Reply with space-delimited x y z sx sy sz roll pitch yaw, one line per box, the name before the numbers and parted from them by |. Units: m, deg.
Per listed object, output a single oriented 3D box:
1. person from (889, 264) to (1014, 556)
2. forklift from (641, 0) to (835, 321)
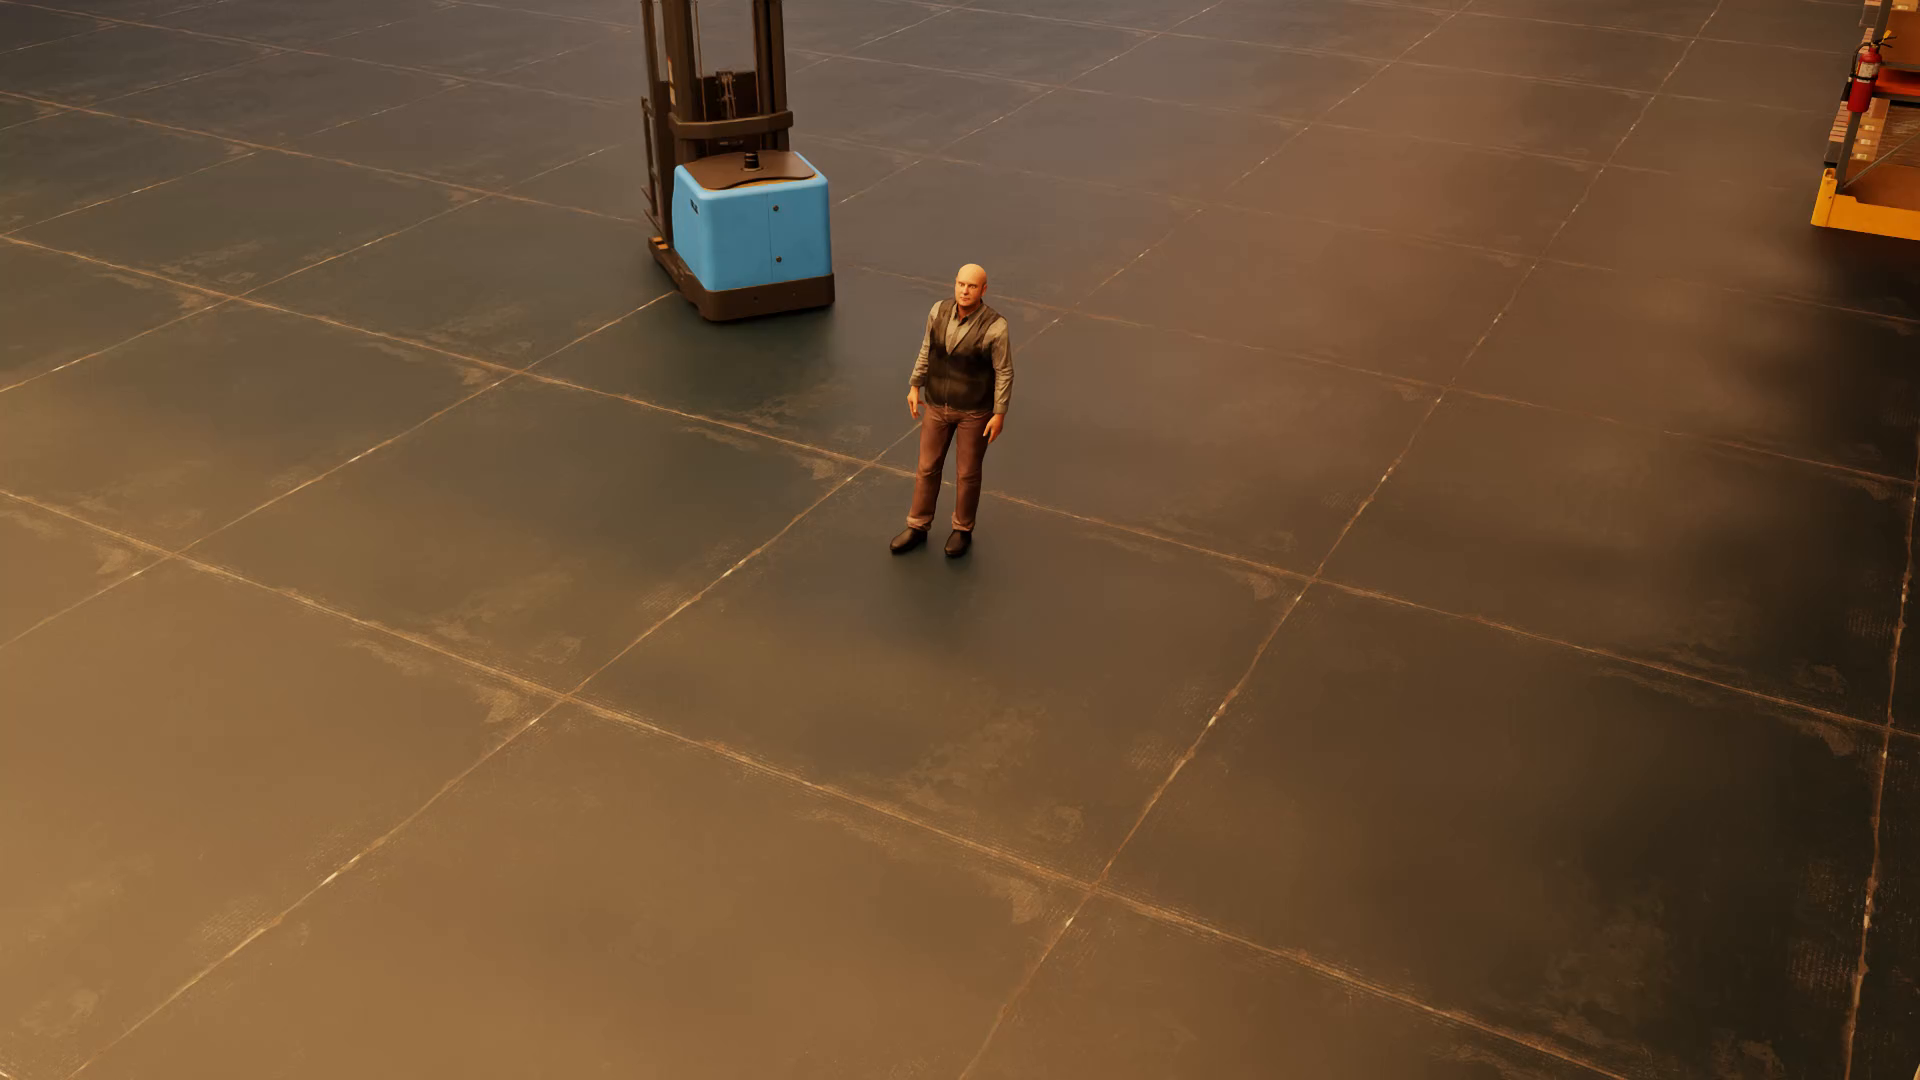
person | -0.037 -0.726 9.524 0.633 1.722 0.566 15 33 25
forklift | -2.014 -3.671 13.432 1.130 2.935 3.031 -12 32 -19
